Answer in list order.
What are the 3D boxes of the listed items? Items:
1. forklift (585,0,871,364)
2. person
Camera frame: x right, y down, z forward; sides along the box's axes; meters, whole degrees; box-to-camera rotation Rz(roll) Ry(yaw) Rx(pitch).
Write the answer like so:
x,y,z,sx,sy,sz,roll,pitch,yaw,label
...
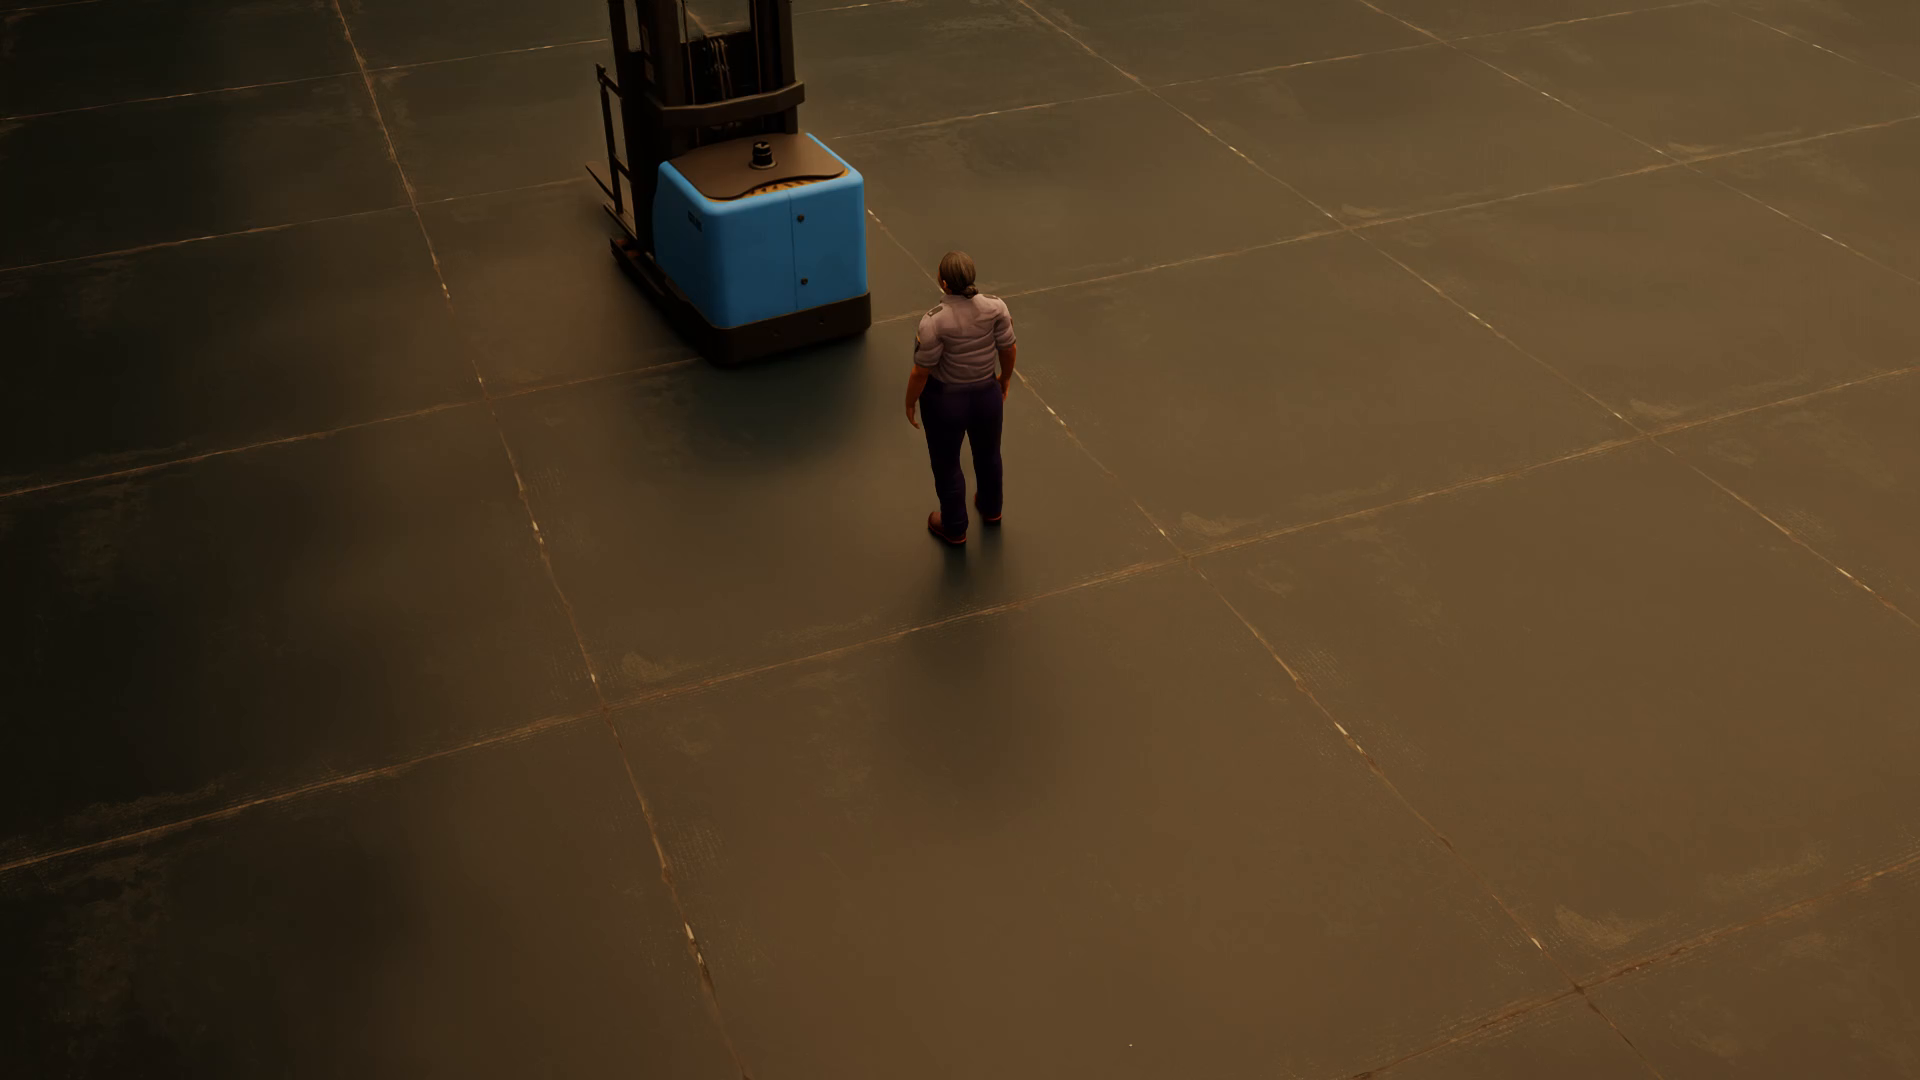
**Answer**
x,y,z,sx,sy,sz,roll,pitch,yaw,label
-1.705,-3.086,10.438,1.130,2.935,3.031,-18,39,-23,forklift
-0.014,-0.731,8.220,0.598,1.651,0.503,-14,38,-19,person
